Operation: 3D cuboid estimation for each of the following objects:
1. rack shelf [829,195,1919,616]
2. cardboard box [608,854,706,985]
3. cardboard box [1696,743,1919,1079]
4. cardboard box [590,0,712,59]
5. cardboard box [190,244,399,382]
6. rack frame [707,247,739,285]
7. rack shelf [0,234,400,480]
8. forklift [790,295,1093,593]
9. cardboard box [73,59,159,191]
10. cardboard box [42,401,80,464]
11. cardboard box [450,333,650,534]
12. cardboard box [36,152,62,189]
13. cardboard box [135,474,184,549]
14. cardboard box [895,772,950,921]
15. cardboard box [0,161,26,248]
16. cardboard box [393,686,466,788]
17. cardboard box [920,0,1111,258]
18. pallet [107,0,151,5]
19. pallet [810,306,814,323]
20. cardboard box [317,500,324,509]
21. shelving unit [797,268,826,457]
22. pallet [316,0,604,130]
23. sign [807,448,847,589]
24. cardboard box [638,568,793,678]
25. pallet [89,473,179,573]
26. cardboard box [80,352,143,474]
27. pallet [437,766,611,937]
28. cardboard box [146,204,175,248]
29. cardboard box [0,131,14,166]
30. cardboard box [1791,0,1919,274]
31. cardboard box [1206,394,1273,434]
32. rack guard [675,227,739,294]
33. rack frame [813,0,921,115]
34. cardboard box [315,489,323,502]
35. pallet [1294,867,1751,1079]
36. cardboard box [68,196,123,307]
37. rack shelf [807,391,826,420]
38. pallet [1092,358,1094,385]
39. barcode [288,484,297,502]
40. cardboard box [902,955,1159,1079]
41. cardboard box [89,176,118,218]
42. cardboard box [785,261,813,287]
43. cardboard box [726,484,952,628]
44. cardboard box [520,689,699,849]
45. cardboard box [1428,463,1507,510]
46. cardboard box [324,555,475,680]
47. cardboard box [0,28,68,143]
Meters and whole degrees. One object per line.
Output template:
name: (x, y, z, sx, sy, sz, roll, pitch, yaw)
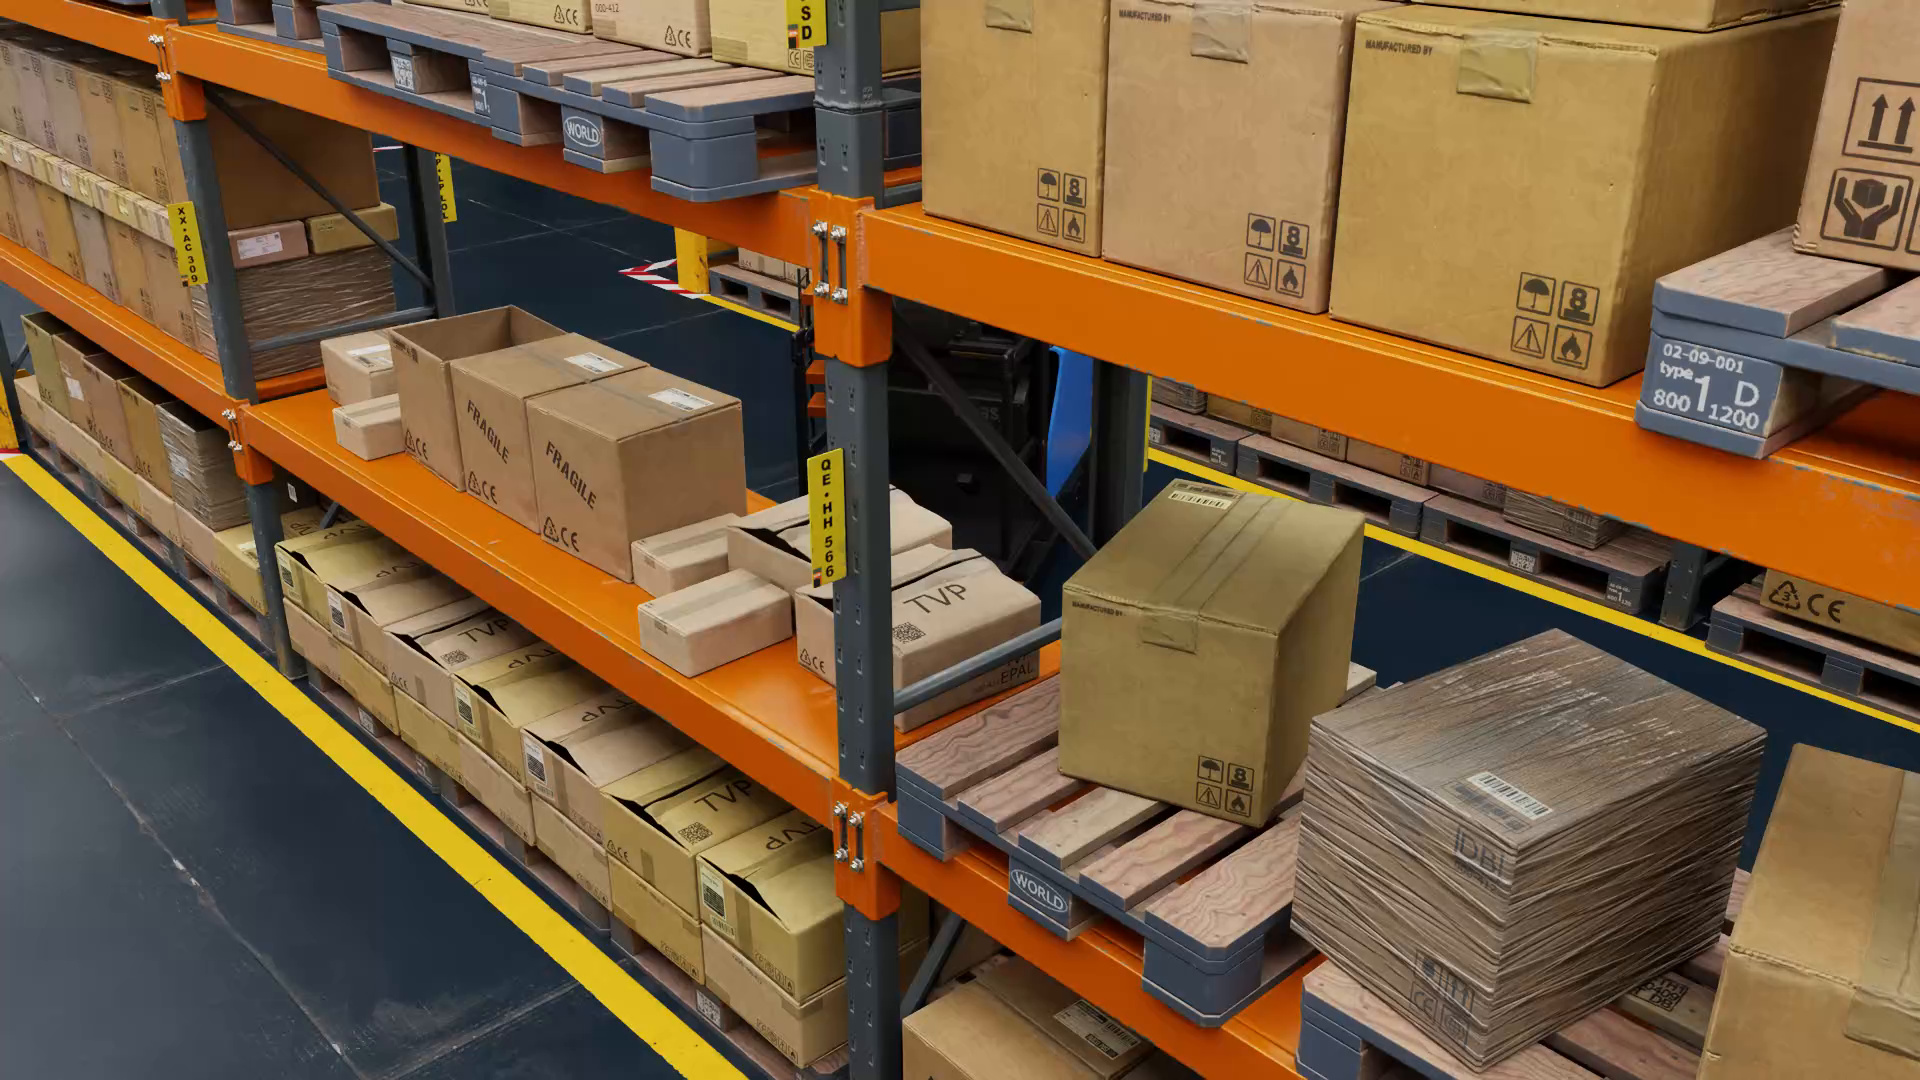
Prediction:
rack shelf: (1.463, -0.111, 2.633, 1.077, 0.370, 4.000, -21, 32, -38)
cardboard box: (-0.796, 1.135, 5.456, 0.500, 0.250, 0.500, -22, 32, -39)
cardboard box: (1.578, 0.778, 2.805, 0.500, 0.500, 0.700, 15, 28, 29)
cardboard box: (-0.626, -1.443, 4.359, 0.500, 0.250, 0.500, -20, 31, -37)
cardboard box: (-2.946, -1.070, 7.361, 0.700, 0.500, 0.500, -22, 33, -40)
rack frame: (-1.758, -3.510, 12.830, 1.000, 3.000, 0.127, -21, 32, -38)
rack shelf: (-4.005, -1.171, 8.569, 1.077, 0.370, 4.000, -21, 32, -38)
forklift: (-0.185, -1.083, 7.594, 1.130, 2.935, 3.031, 7, 26, 15)
cardboard box: (-3.634, -1.965, 7.760, 0.700, 0.500, 0.500, -21, 32, -38)
cardboard box: (-4.823, -0.668, 9.407, 0.500, 0.250, 0.500, -21, 32, -38)
cardboard box: (-1.422, -0.389, 5.868, 0.500, 0.500, 0.500, -21, 32, -38)
cardboard box: (-4.379, -1.875, 8.343, 0.380, 0.149, 0.250, -22, 32, -39)
cardboard box: (-3.801, -0.212, 8.408, 0.500, 0.250, 0.500, -21, 32, -38)
cardboard box: (-0.047, 0.883, 5.332, 0.500, 0.311, 0.500, -20, 31, -37)
cardboard box: (-5.062, -2.004, 9.409, 0.700, 0.500, 0.500, -21, 32, -38)
cardboard box: (-1.838, 0.672, 6.470, 0.500, 0.250, 0.500, -22, 33, -40)
cardboard box: (0.419, -0.968, 3.522, 0.910, 0.500, 0.500, -21, 32, -38)
pallet: (-3.240, -2.467, 7.037, 1.003, 0.211, 1.213, -21, 32, -38)
pallet: (-0.347, -1.593, 11.987, 1.003, 0.211, 1.213, -21, 32, -38)
cardboard box: (-3.071, -0.211, 8.406, 0.500, 0.250, 0.500, -21, 32, -38)
shelving unit: (-0.630, -0.981, 9.454, 0.503, 1.200, 0.258, 3, 25, 6)
pallet: (-1.199, -1.477, 4.987, 1.003, 0.211, 1.213, -19, 31, -36)
sign: (-0.307, -0.048, 3.847, 0.100, 0.325, 0.005, -21, 32, -38)
cardboard box: (-0.720, 0.240, 4.912, 0.380, 0.149, 0.250, -21, 32, -38)
pallet: (-3.989, -0.246, 9.034, 1.003, 0.211, 1.213, -21, 32, -38)
cardboard box: (-4.144, -0.704, 8.583, 0.500, 0.500, 0.500, -21, 32, -38)
pallet: (-1.268, 0.959, 6.394, 1.003, 0.211, 1.213, -21, 32, -38)
cardboard box: (-3.328, -1.408, 7.321, 0.380, 0.149, 0.250, -22, 33, -40)
cardboard box: (-4.909, -2.109, 8.857, 0.380, 0.149, 0.250, -21, 32, -38)
cardboard box: (1.626, -0.692, 2.291, 0.600, 0.600, 0.600, 22, 33, 40)
cardboard box: (1.881, -1.001, 9.811, 0.700, 0.500, 0.500, -22, 32, -39)
rack guard: (-1.706, -2.350, 13.299, 1.175, 0.500, 0.348, -21, 32, -38)
rack frame: (0.096, -2.409, 3.189, 1.000, 3.000, 0.127, -21, 32, -38)
cardboard box: (-3.074, -0.552, 8.249, 0.500, 0.500, 0.500, -21, 32, -38)
pallet: (1.429, 0.995, 3.186, 1.003, 0.211, 1.213, -21, 32, -38)
cardboard box: (-4.002, -1.536, 8.382, 0.700, 0.500, 0.500, -20, 31, -37)
rack shelf: (-0.630, -0.739, 9.564, 0.480, 0.148, 0.258, 3, 25, 6)
pallet: (0.491, -1.223, 11.177, 1.003, 0.211, 1.213, -21, 32, -38)
barcode: (-2.767, -0.196, 6.891, 0.001, 0.075, 0.075, -21, 32, -38)
cardboard box: (0.199, 1.476, 4.382, 0.500, 0.500, 0.500, -20, 31, -36)
cardboard box: (-3.847, -1.639, 7.827, 0.380, 0.149, 0.250, -20, 31, -37)
cardboard box: (-0.961, -2.079, 12.403, 0.500, 0.311, 0.500, -18, 30, -34)
cardboard box: (-0.374, 0.035, 5.167, 0.500, 0.311, 0.500, -22, 32, -39)
cardboard box: (-1.145, 0.727, 5.674, 0.500, 0.311, 0.500, -21, 32, -39)
cardboard box: (2.912, -0.542, 8.805, 0.700, 0.500, 0.500, -21, 32, -39)
cardboard box: (-2.199, 0.262, 6.693, 0.500, 0.311, 0.500, -22, 32, -39)
cardboard box: (-4.662, -2.421, 8.758, 0.700, 0.500, 0.500, -22, 33, -40)
